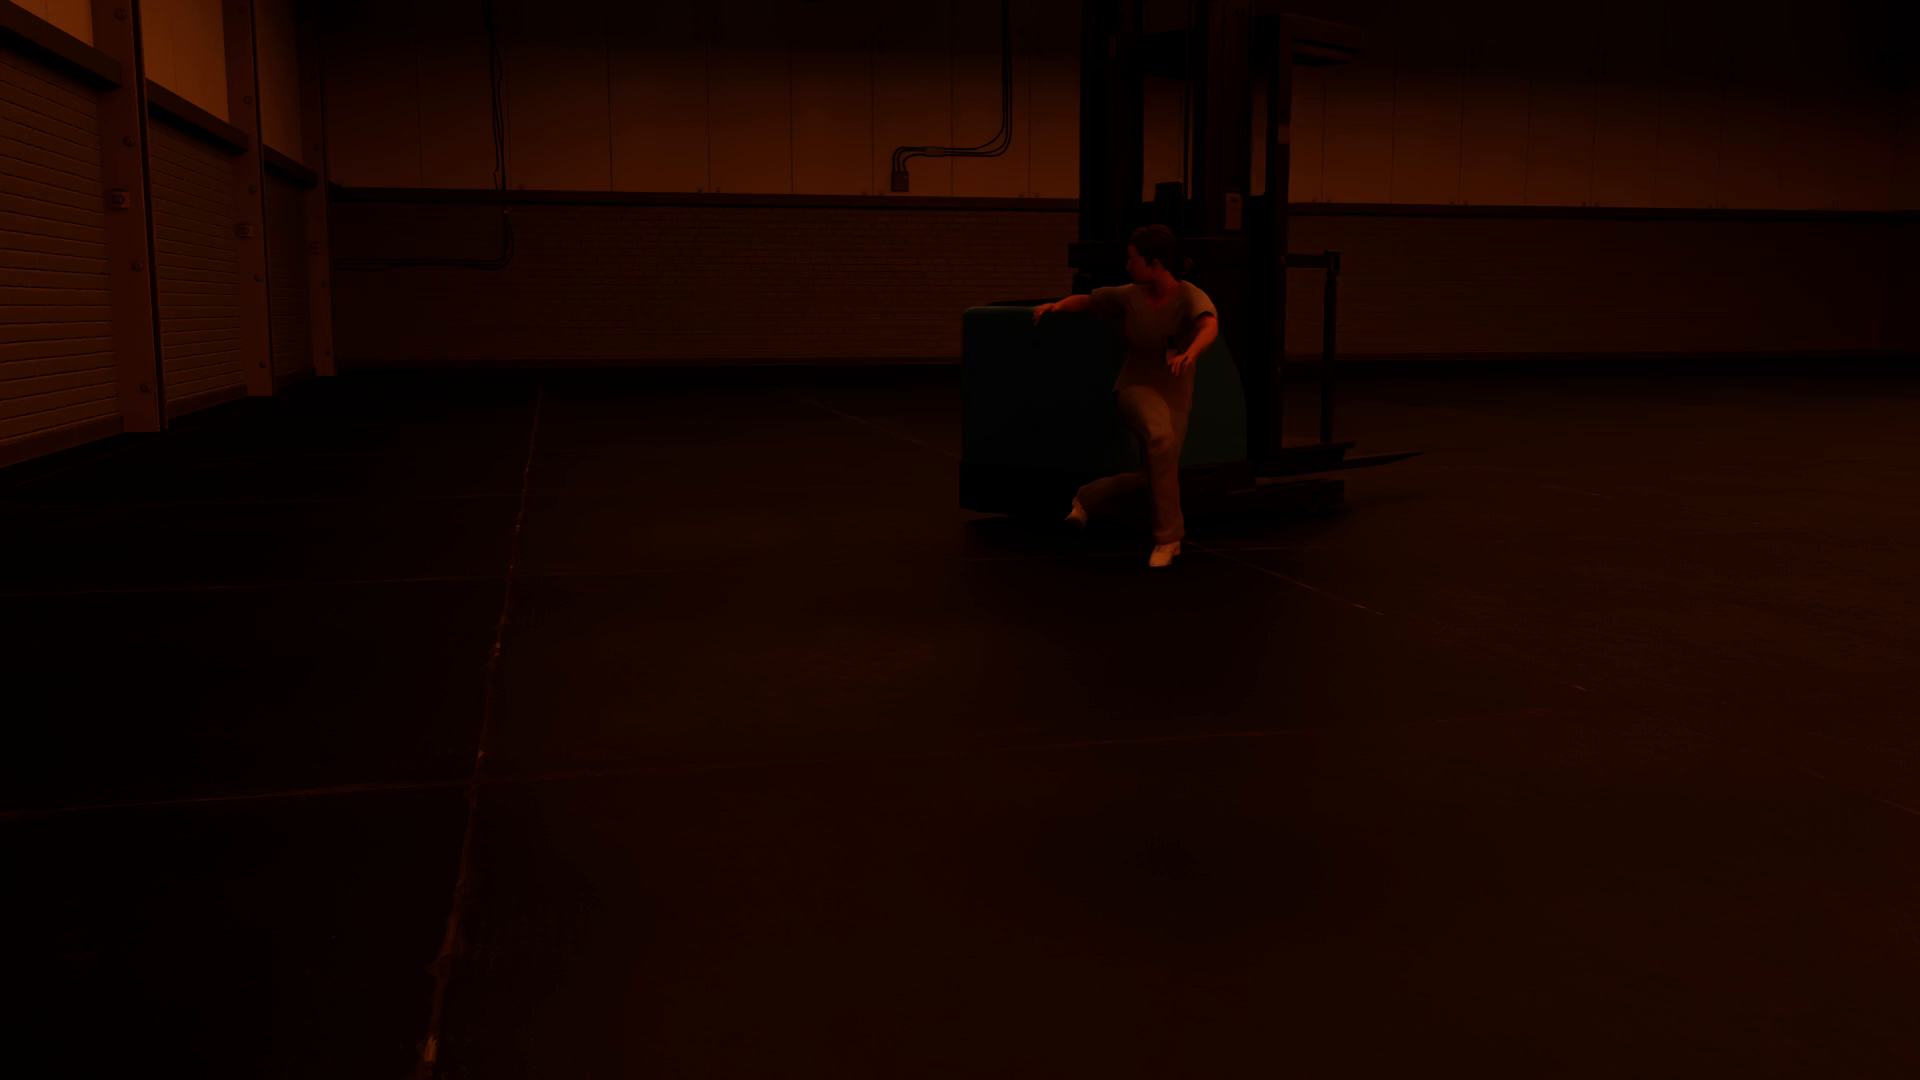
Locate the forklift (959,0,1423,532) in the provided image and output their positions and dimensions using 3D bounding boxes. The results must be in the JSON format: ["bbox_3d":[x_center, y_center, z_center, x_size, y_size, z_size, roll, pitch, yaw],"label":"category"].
[{"bbox_3d":[1.410,-1.639,8.839,3.031,2.935,1.130,-8,11,-43],"label":"forklift"}]

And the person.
[{"bbox_3d":[0.687,-0.610,7.056,0.767,1.438,1.072,0,8,-1],"label":"person"}]
